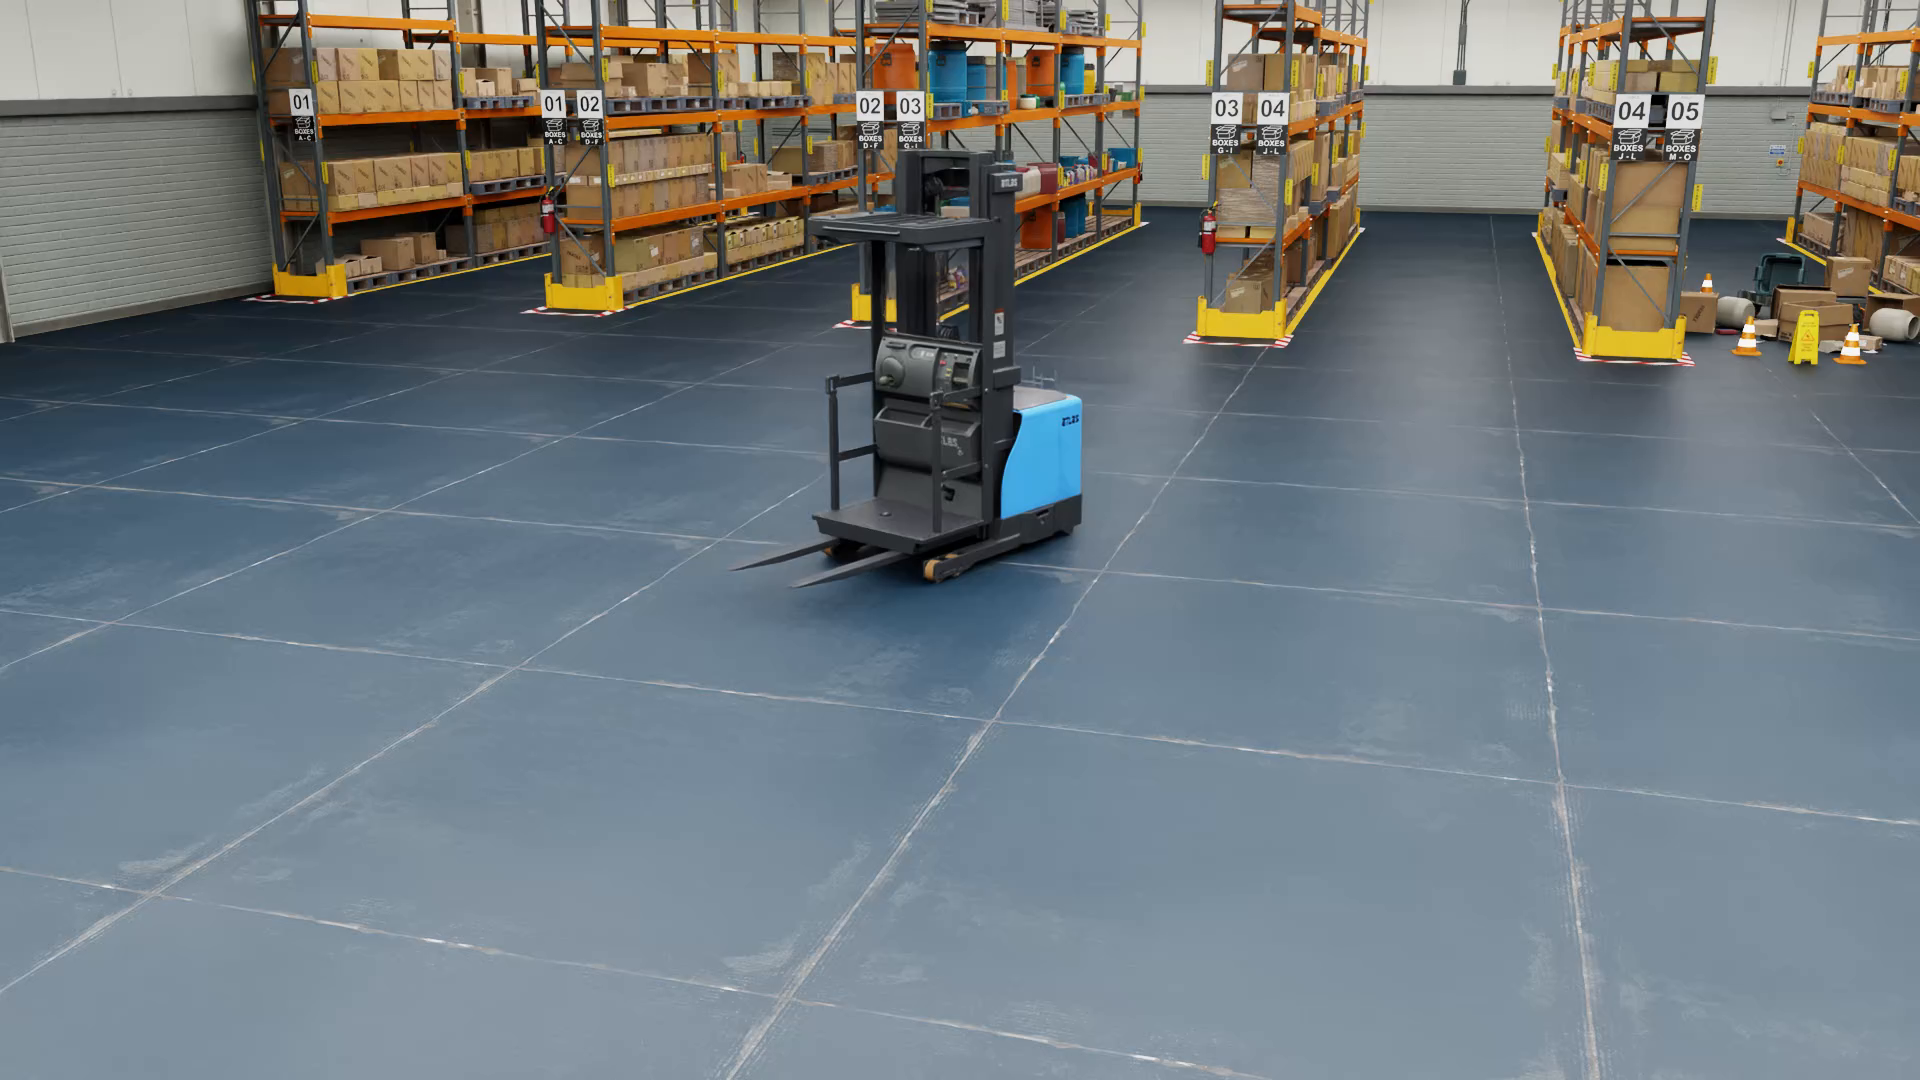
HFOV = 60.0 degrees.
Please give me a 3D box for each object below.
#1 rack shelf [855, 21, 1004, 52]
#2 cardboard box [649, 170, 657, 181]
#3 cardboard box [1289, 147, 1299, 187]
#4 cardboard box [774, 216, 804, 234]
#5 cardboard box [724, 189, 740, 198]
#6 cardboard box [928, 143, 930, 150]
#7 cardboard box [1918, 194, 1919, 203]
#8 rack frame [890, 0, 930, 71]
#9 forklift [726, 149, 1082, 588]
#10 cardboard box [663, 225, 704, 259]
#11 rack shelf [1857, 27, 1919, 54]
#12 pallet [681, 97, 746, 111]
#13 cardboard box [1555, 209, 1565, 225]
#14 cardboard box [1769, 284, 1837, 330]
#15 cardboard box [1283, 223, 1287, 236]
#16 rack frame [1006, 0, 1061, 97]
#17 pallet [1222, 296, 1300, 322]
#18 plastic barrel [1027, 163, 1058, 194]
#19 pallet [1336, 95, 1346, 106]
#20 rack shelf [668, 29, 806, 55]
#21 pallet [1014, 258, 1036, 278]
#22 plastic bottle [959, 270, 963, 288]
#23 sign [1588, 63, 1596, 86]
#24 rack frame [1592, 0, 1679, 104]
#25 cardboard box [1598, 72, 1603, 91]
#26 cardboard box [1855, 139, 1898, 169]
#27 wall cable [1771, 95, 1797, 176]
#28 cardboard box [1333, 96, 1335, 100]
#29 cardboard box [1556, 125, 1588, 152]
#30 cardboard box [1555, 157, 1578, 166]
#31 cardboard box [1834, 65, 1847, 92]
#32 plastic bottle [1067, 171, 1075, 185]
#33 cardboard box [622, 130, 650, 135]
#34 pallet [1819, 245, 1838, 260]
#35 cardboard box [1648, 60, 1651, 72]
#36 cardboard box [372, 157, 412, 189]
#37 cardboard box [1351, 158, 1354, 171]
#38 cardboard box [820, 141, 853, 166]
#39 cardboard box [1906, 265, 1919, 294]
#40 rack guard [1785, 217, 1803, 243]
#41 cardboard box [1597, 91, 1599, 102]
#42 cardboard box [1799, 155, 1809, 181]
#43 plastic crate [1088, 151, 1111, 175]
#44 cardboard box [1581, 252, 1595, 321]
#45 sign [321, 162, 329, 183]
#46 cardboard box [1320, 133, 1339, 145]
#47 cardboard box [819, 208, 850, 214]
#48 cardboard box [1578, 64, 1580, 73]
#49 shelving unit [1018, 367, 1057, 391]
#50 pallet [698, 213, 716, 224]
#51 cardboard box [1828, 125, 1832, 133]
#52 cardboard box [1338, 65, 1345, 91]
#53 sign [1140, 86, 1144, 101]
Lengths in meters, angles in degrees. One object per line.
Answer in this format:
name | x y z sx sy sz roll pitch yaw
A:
rack shelf | -0.377 -7.466 24.711 1.077 0.370 4.000 5 16 16
cardboard box | -5.011 -5.763 26.280 0.380 0.149 0.250 4 16 15
cardboard box | 4.370 -5.136 22.880 0.500 0.500 0.500 5 16 16
cardboard box | -3.332 -6.066 31.960 0.500 0.311 0.500 5 17 17
cardboard box | -4.109 -6.122 29.375 0.380 0.149 0.250 5 16 16
cardboard box | -1.013 -9.076 39.147 0.500 0.500 0.500 5 17 18
cardboard box | 14.982 -5.267 25.593 0.380 0.149 0.250 6 17 19
rack frame | -1.146 -12.052 38.830 1.000 3.000 0.127 5 16 16
forklift | -0.374 -1.260 11.899 1.130 2.935 3.031 13 20 38
cardboard box | -4.632 -4.998 27.850 0.500 0.500 0.500 5 16 16
rack shelf | 16.147 -8.406 28.027 1.077 0.370 4.000 5 16 16
pallet | -4.318 -7.609 29.014 0.805 0.209 1.217 4 16 14
cardboard box | 11.328 -5.987 30.878 0.500 0.250 0.500 5 17 17
cardboard box | 11.635 -3.208 22.968 0.797 0.637 0.503 5 16 16
cardboard box | 4.288 -4.274 22.862 0.380 0.149 0.250 5 16 16
rack frame | 1.328 -9.574 30.093 1.000 3.000 0.127 5 16 16
pallet | 4.439 -3.417 24.490 1.003 0.211 1.213 5 16 16
plastic barrel | 1.487 -6.609 30.382 0.600 0.536 0.708 5 16 16
pallet | 7.001 -8.458 32.005 0.805 0.209 1.217 4 16 14
rack shelf | -3.988 -8.897 29.759 1.077 0.370 4.000 5 16 16
pallet | 0.722 -4.829 29.466 1.003 0.211 1.213 5 16 16
plastic bottle | -0.005 -4.060 25.840 0.097 0.271 0.097 0 16 0
sign | 9.144 -6.729 24.035 0.100 0.325 0.005 5 16 16
rack frame | 9.667 -7.732 23.600 1.000 3.000 0.127 5 16 16
cardboard box | 8.975 -6.240 22.612 0.500 0.250 0.500 4 16 15
cardboard box | 16.052 -6.752 29.121 0.500 0.500 0.500 4 16 14
wall cable | 19.432 -9.609 39.292 0.585 1.953 0.123 5 16 16
cardboard box | 6.177 -7.531 28.663 0.500 0.250 0.500 5 16 16
cardboard box | 11.815 -7.755 32.114 0.500 0.500 0.500 4 16 14
cardboard box | 10.948 -6.830 30.013 0.380 0.149 0.250 5 17 18
cardboard box | 17.135 -8.854 31.915 0.500 0.500 0.500 5 17 17
plastic bottle | 2.155 -7.079 32.518 0.152 0.276 0.135 5 16 16
cardboard box | -7.075 -8.789 36.181 0.500 0.250 0.500 5 17 17
pallet | 17.006 -5.433 31.598 1.003 0.211 1.213 5 16 16
cardboard box | 9.725 -6.550 22.975 0.380 0.149 0.250 5 16 16
cardboard box | -9.582 -6.162 27.922 0.500 0.500 0.500 5 17 18
cardboard box | 7.886 -7.790 34.525 0.500 0.250 0.500 5 17 17
cardboard box | -2.632 -8.263 35.512 0.700 0.500 0.500 -1 16 -3
cardboard box | 14.985 -3.935 25.250 0.950 0.372 0.625 5 17 18
rack guard | 17.859 -6.432 34.590 1.175 0.500 0.348 5 16 16
cardboard box | 8.950 -6.083 22.791 0.380 0.149 0.250 4 16 15
cardboard box | 17.440 -7.573 33.849 0.500 0.500 0.500 4 16 15
plastic crate | 2.959 -8.008 35.339 0.402 0.464 0.583 5 16 16
cardboard box | 8.908 -3.393 22.417 0.875 0.875 0.875 4 16 15
sign | -9.923 -5.738 25.975 0.100 0.325 0.005 5 16 16
cardboard box | 6.834 -7.535 31.875 0.797 0.503 0.637 5 17 16
cardboard box | -2.582 -6.584 34.320 0.500 0.500 0.500 4 16 14
cardboard box | 10.801 -8.014 28.502 0.396 0.266 0.258 5 16 16
shelving unit | 0.616 -0.774 13.361 0.258 1.200 0.189 13 20 38
pallet | -6.398 -7.674 39.499 1.003 0.211 1.213 5 16 16
cardboard box | 16.977 -7.923 32.063 0.380 0.149 0.250 5 16 16
cardboard box | 7.379 -9.301 33.491 0.700 0.500 0.500 4 16 13
sign | 4.134 -10.135 37.760 0.100 0.325 0.005 5 16 16
